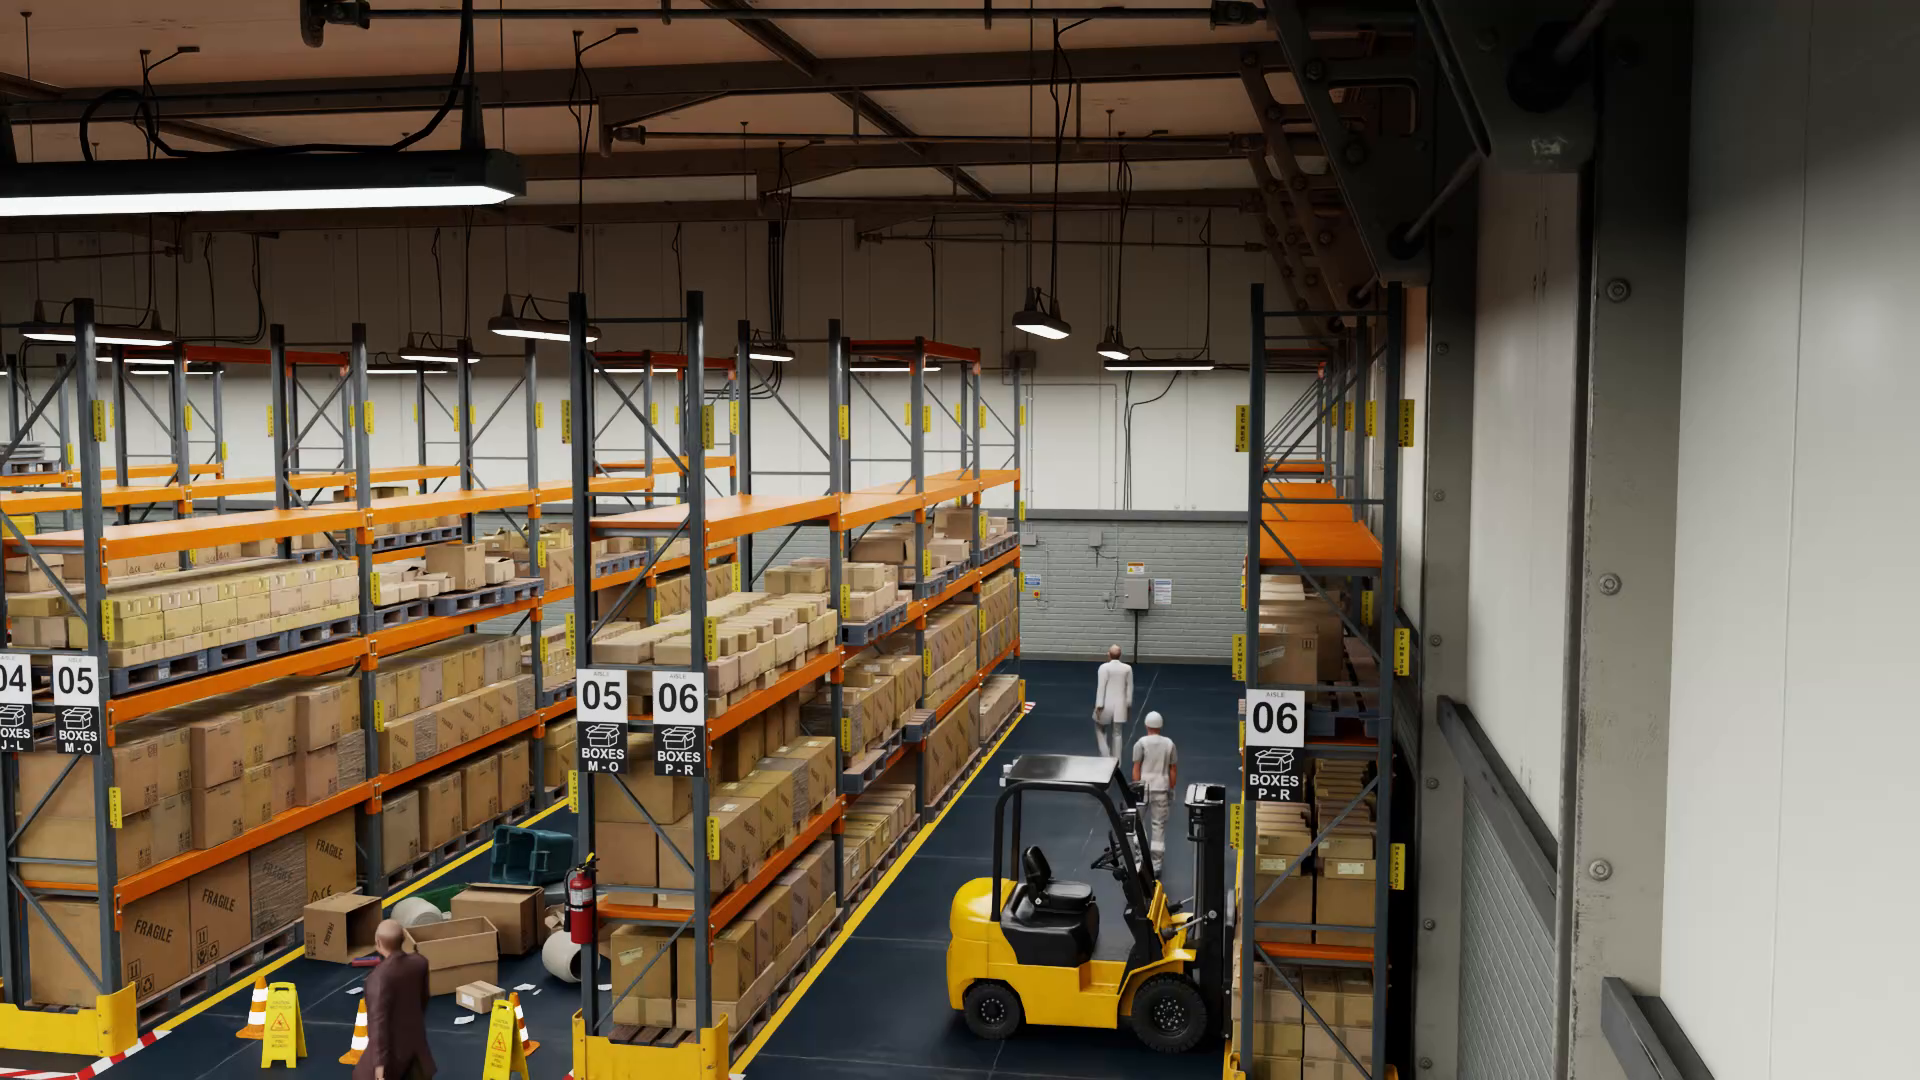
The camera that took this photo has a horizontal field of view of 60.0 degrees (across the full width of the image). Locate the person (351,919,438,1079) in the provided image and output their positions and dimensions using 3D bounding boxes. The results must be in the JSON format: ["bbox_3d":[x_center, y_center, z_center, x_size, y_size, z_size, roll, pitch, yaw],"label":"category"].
[{"bbox_3d":[-3.806,3.398,11.131,0.979,1.742,0.609,2,5,24],"label":"person"}]

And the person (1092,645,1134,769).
[{"bbox_3d":[2.188,2.382,23.588,0.595,1.788,0.580,-1,5,-8],"label":"person"}]

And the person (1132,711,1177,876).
[{"bbox_3d":[2.135,2.806,18.384,0.568,1.808,0.537,0,5,-5],"label":"person"}]
